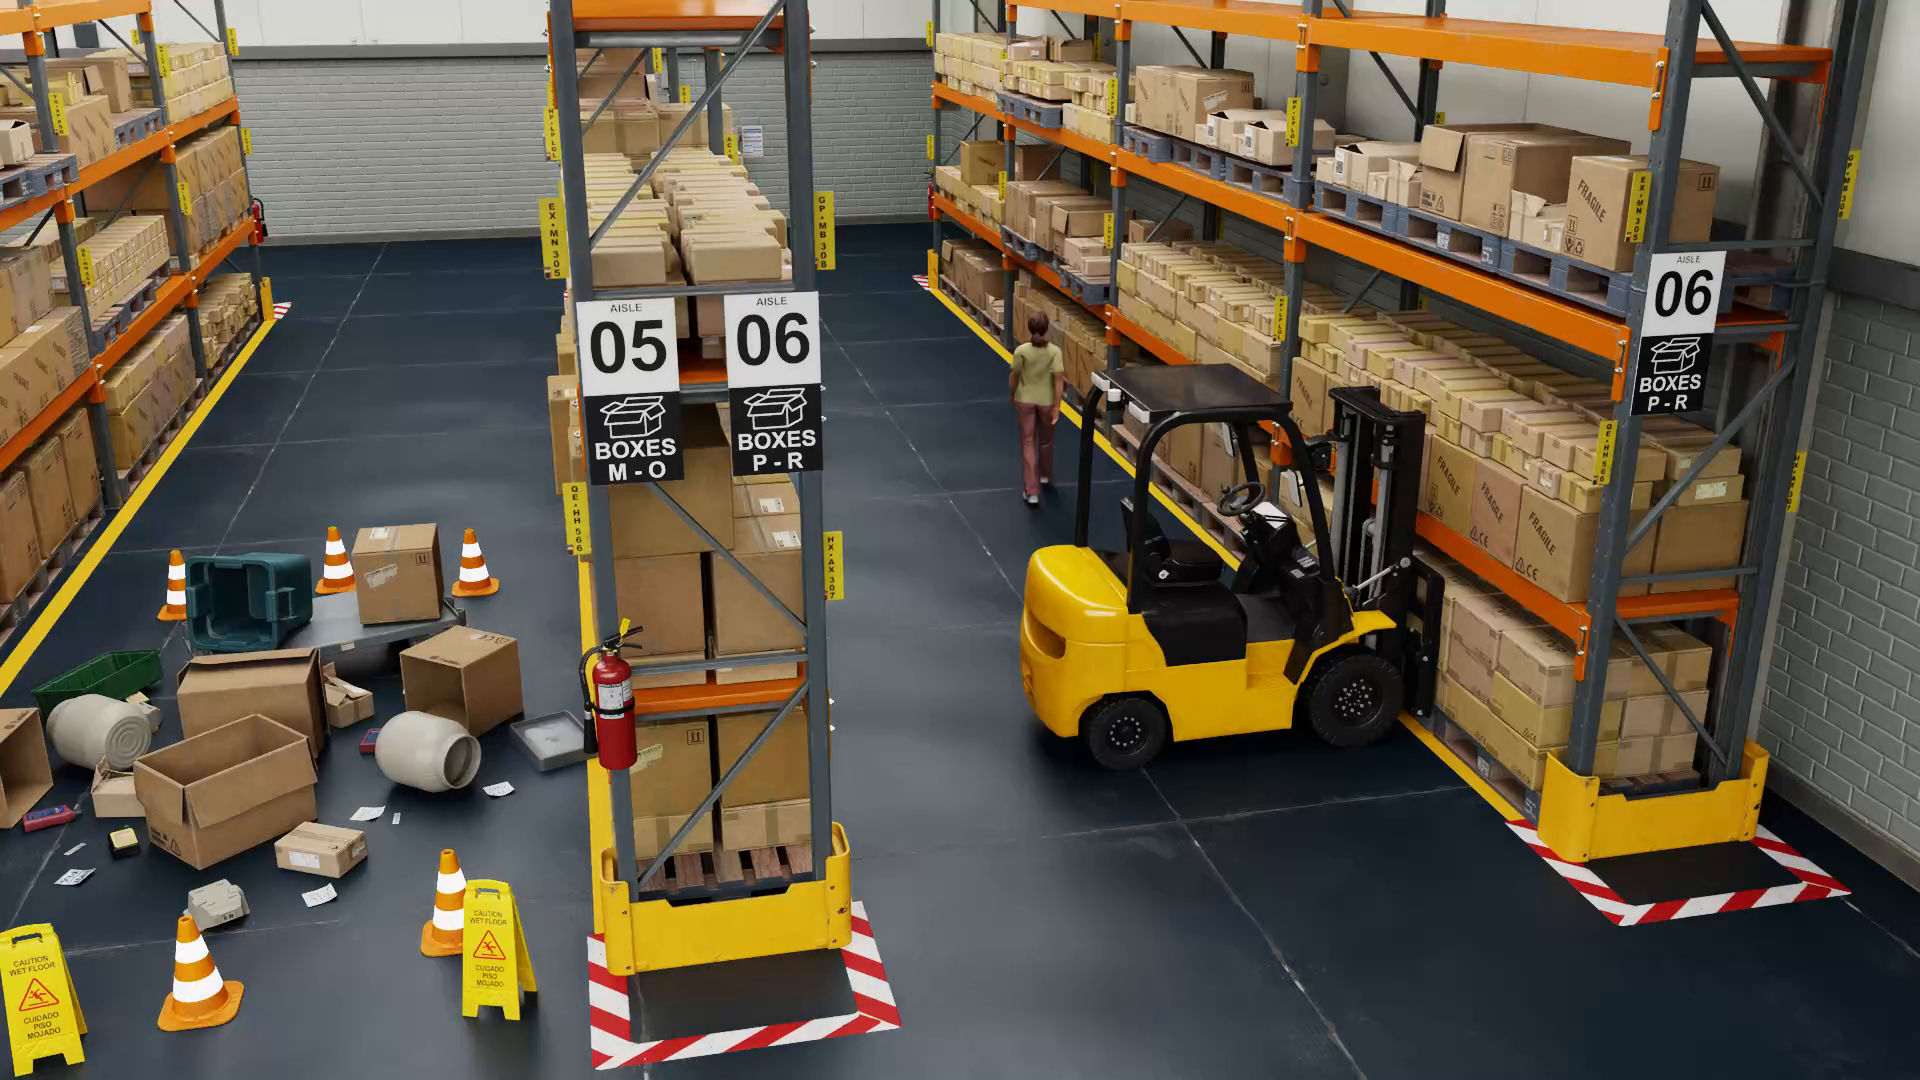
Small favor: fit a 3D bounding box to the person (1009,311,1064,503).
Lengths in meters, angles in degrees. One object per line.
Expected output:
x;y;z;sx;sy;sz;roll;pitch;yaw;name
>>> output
0.639;-1.209;14.416;0.452;1.636;0.868;-2;20;-5;person
